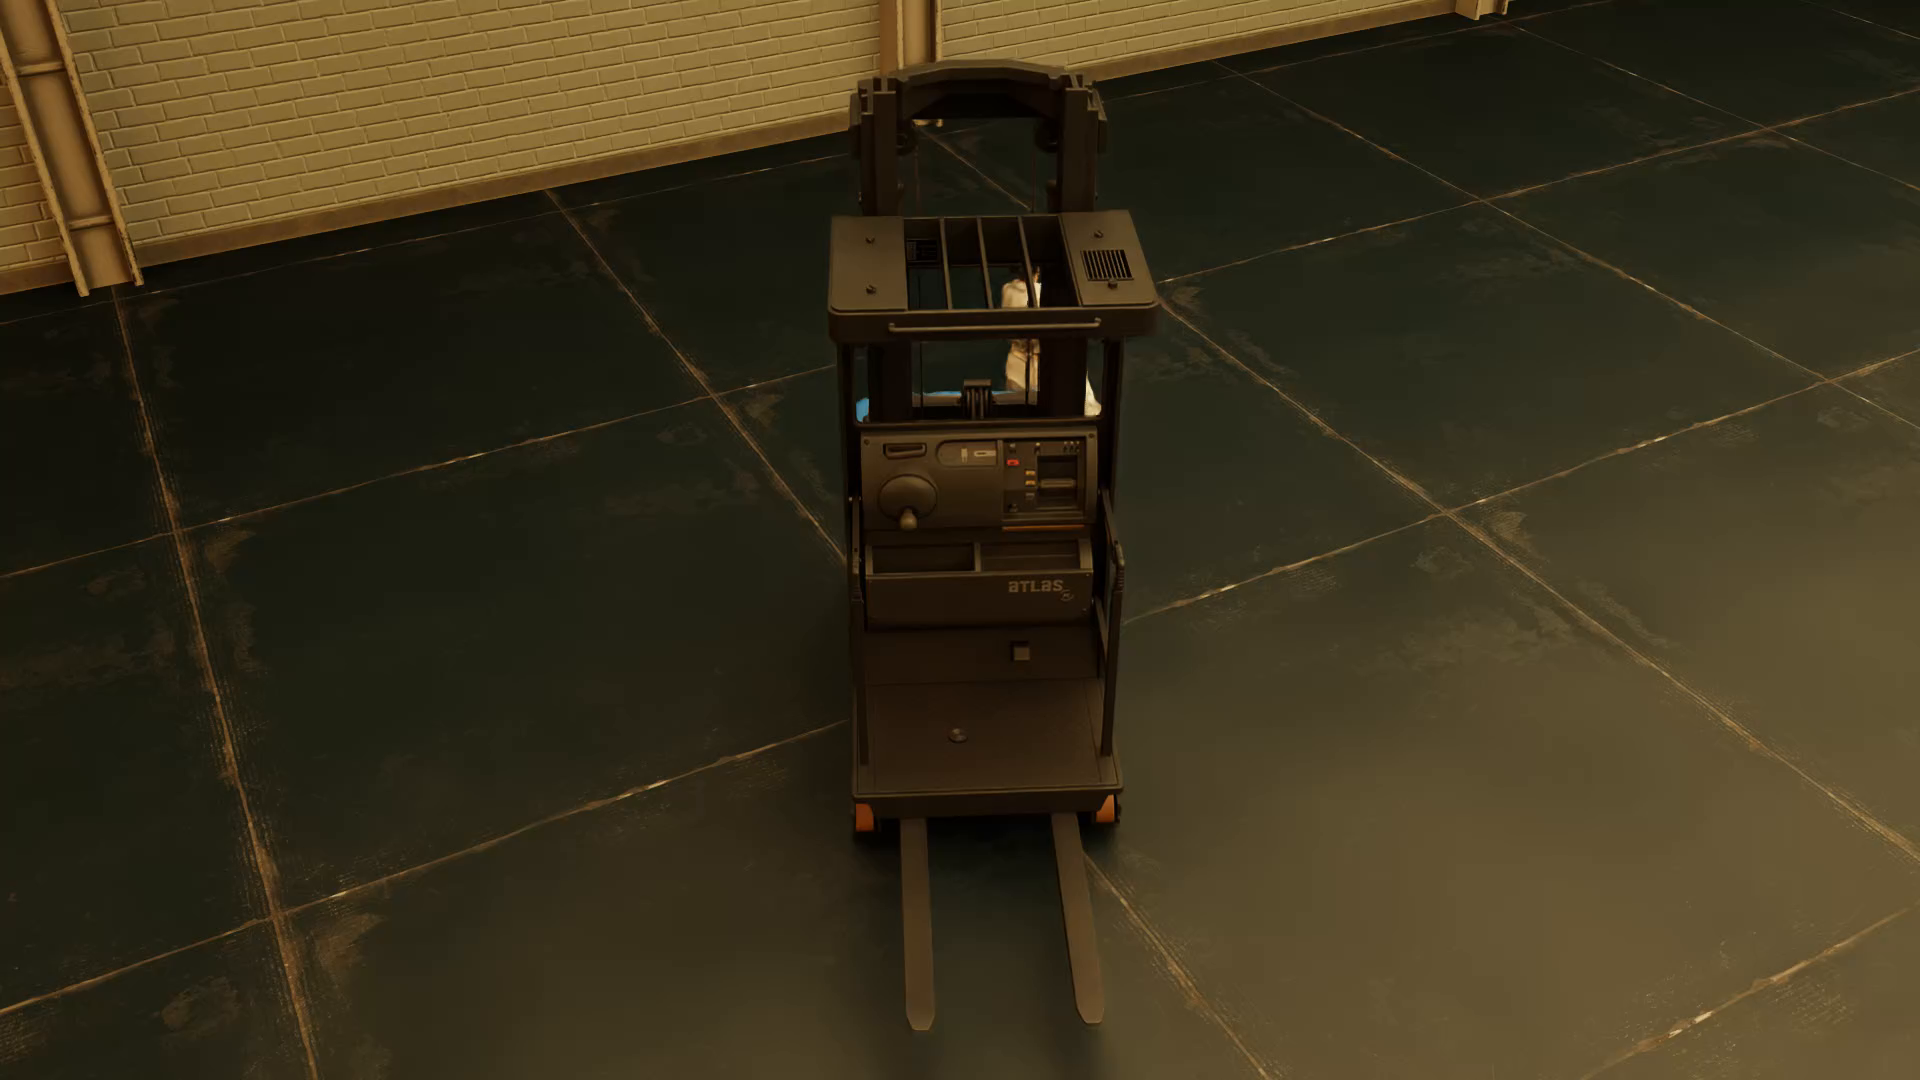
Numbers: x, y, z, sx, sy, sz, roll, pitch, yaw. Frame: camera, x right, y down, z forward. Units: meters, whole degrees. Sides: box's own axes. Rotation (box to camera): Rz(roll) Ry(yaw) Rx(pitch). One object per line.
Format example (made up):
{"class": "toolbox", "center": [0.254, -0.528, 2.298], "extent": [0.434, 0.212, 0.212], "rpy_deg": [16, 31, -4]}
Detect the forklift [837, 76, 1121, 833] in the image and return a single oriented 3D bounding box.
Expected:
{"class": "forklift", "center": [0.062, -0.463, 6.833], "extent": [1.129, 2.867, 1.939], "rpy_deg": [-2, 35, -2]}

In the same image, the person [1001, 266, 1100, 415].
{"class": "person", "center": [0.472, -0.792, 8.463], "extent": [0.786, 1.538, 0.670], "rpy_deg": [-27, 43, -32]}
